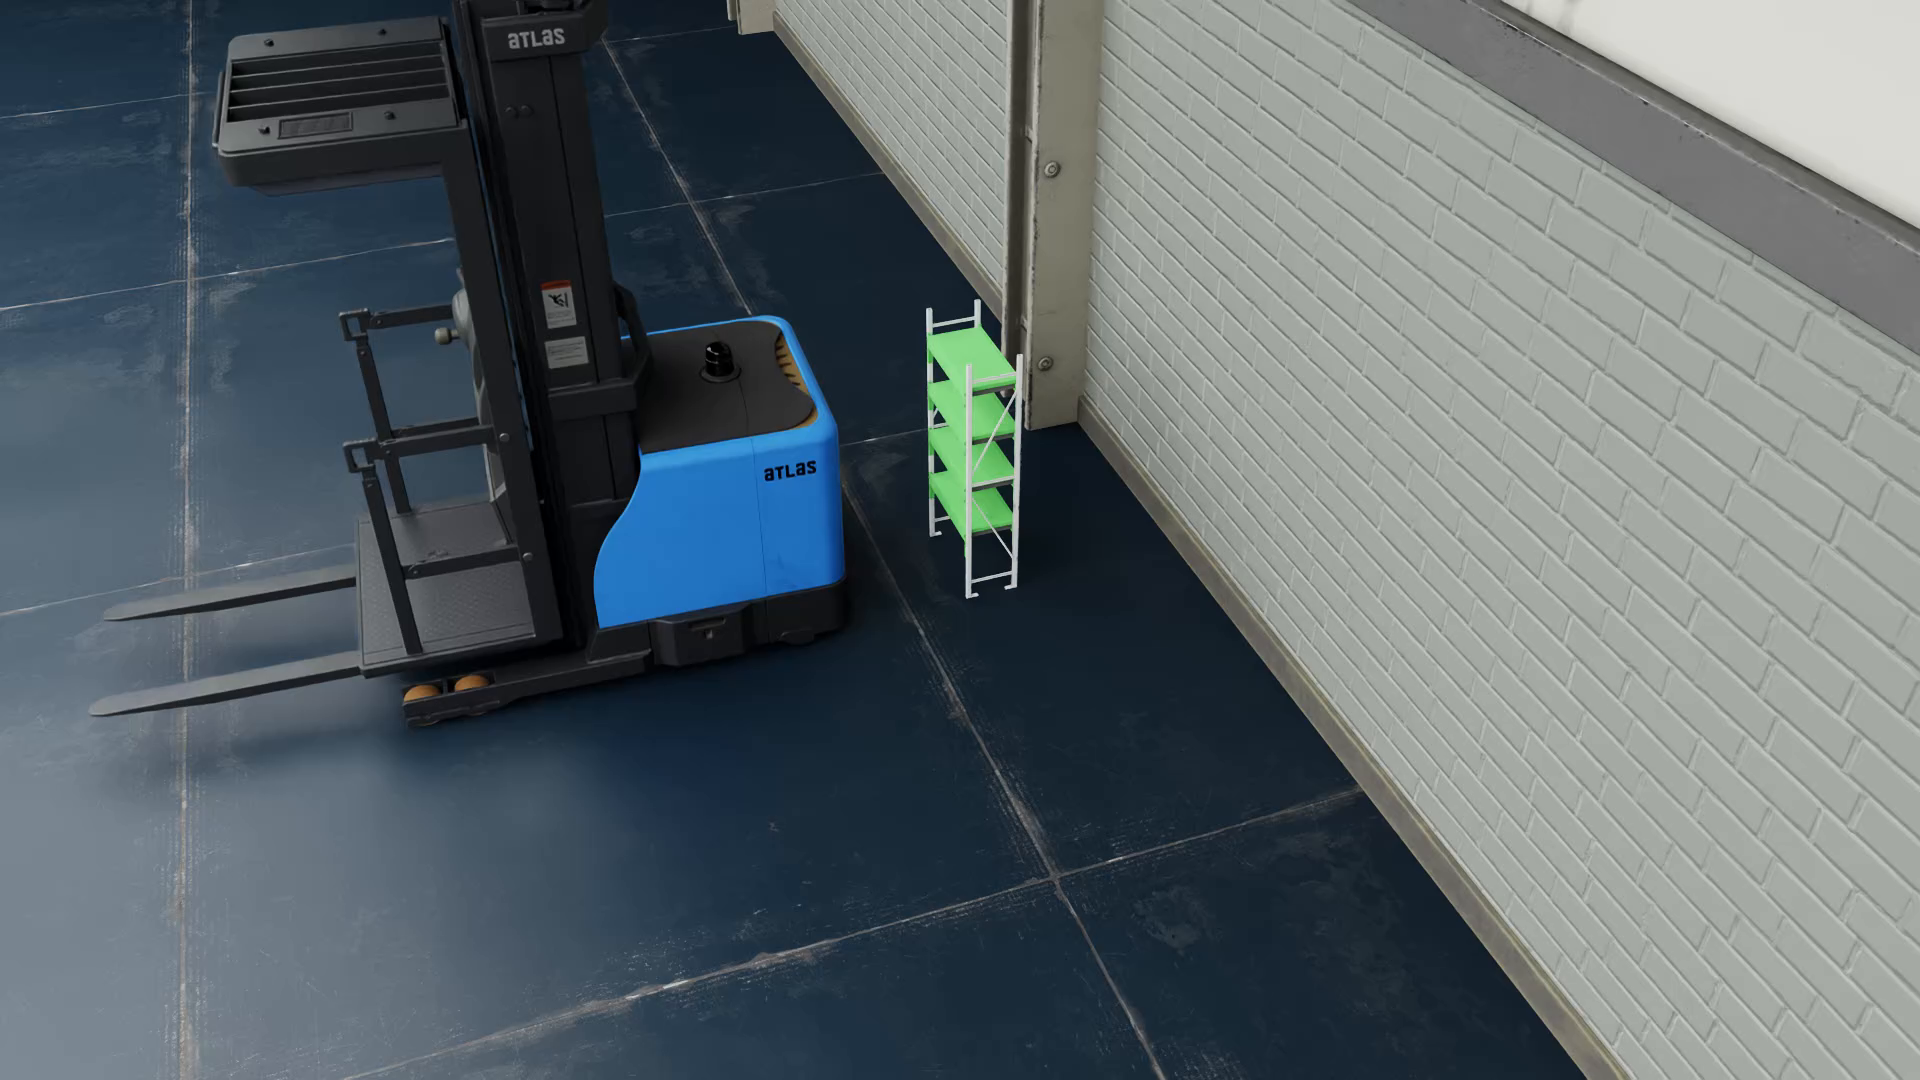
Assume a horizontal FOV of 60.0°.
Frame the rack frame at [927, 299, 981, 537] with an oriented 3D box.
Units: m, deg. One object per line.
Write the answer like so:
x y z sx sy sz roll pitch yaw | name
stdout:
-0.027 -0.524 7.448 0.240 1.200 0.015 -12 39 -16 | rack frame

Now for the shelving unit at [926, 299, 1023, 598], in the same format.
0.057 -0.386 7.265 0.258 1.200 0.503 -12 39 -16 | shelving unit

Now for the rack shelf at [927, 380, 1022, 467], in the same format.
0.057 -0.526 7.159 0.258 0.148 0.480 -12 39 -16 | rack shelf

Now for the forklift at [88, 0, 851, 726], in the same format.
-2.048 -0.774 6.342 3.031 2.935 1.130 -11 38 -14 | forklift

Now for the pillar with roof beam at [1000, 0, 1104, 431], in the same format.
-3.618 -3.404 4.789 9.100 9.000 0.400 -12 39 -16 | pillar with roof beam

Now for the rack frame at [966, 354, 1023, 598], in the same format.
0.141 -0.248 7.082 0.240 1.200 0.015 -12 39 -16 | rack frame

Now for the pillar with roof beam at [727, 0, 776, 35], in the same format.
-5.683 -6.793 9.289 9.100 9.000 0.400 -12 39 -16 | pillar with roof beam

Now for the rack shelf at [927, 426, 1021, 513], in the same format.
0.057 -0.335 7.303 0.258 0.148 0.480 -12 39 -16 | rack shelf

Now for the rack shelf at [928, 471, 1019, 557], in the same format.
0.057 -0.143 7.448 0.258 0.148 0.480 -12 39 -16 | rack shelf

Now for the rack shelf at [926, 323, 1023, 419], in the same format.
0.057 -0.718 7.015 0.258 0.148 0.480 -12 39 -16 | rack shelf
